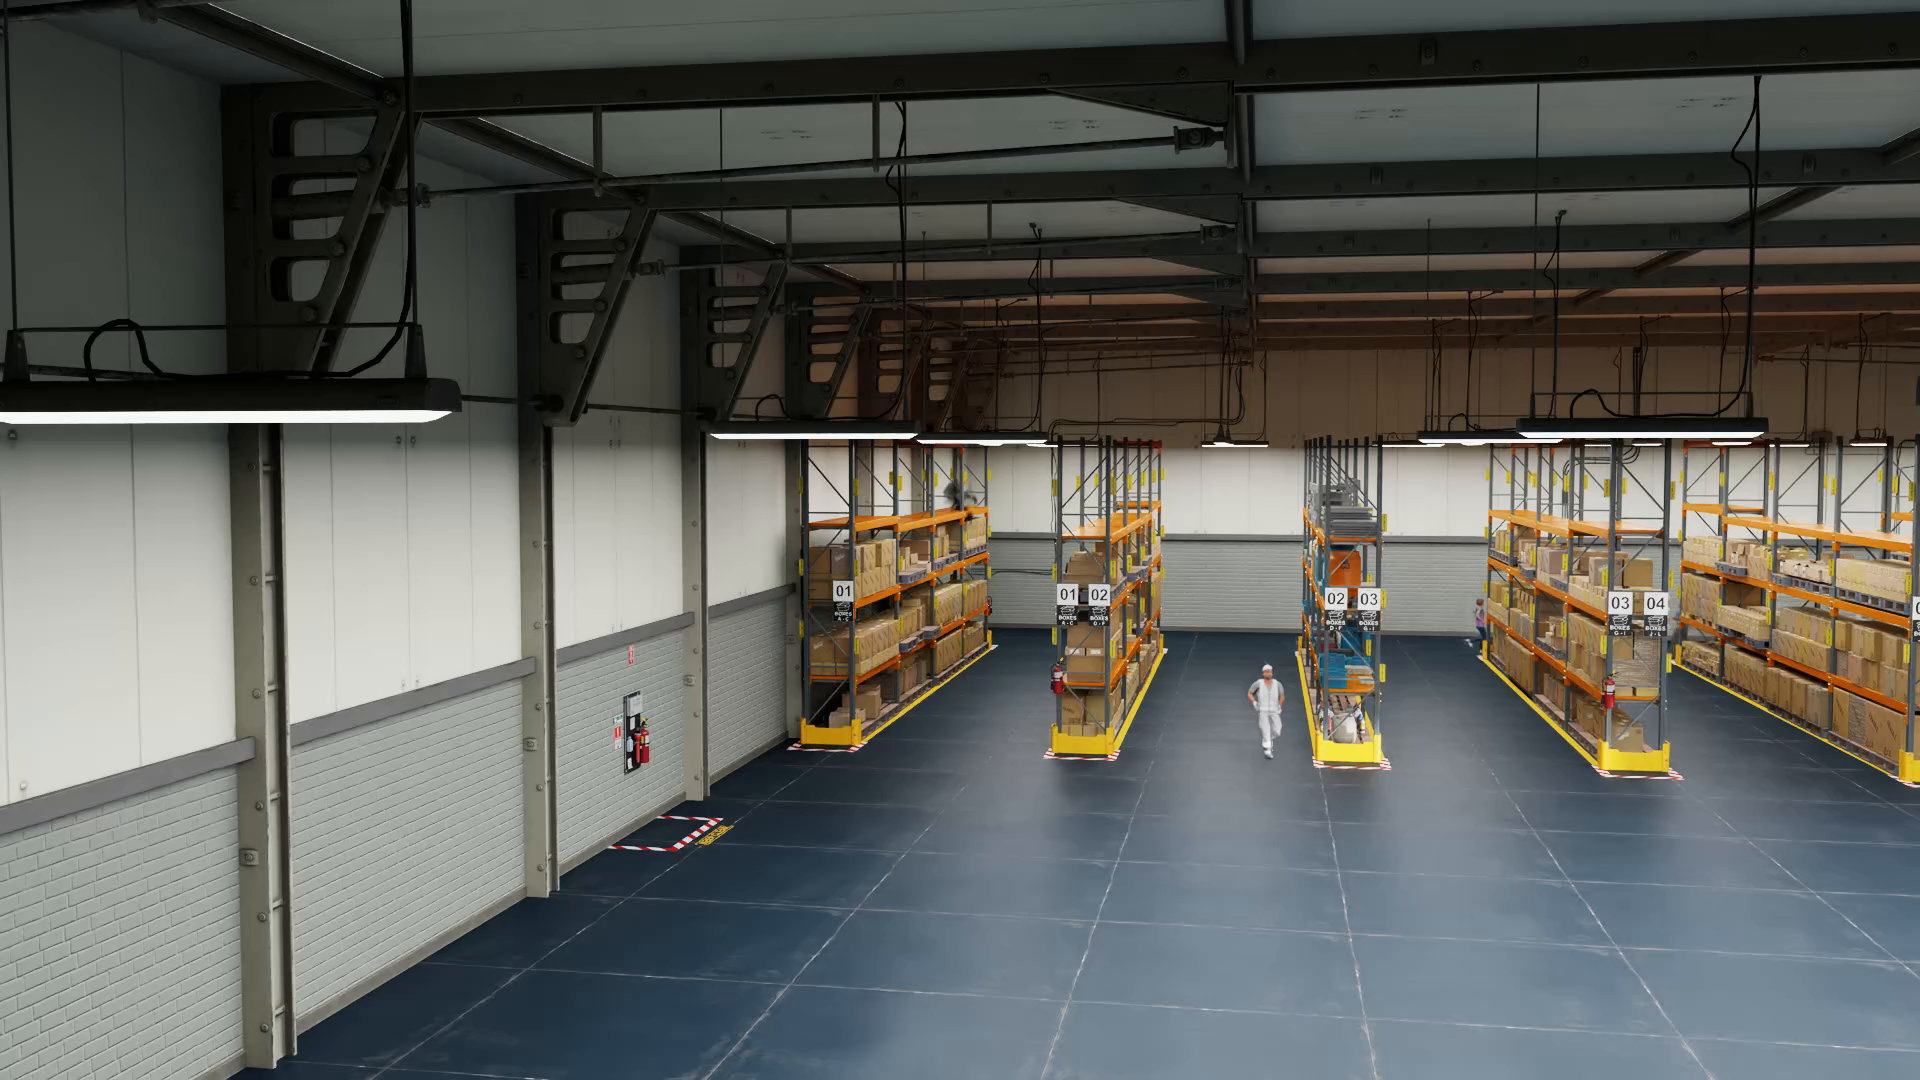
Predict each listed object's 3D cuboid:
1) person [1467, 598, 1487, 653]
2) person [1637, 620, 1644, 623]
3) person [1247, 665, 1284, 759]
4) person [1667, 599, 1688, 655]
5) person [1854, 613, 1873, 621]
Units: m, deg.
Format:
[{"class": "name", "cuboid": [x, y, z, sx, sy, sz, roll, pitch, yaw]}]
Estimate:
[{"class": "person", "cuboid": [14.616, 2.421, 46.859, 0.618, 1.560, 0.536, 1, 3, 18]}, {"class": "person", "cuboid": [17.892, 2.476, 44.142, 0.701, 1.723, 0.593, 2, 4, 31]}, {"class": "person", "cuboid": [5.704, 3.189, 30.956, 0.691, 1.749, 0.621, 0, 3, -4]}, {"class": "person", "cuboid": [19.876, 2.420, 45.827, 0.888, 1.623, 0.609, 1, 3, 24]}, {"class": "person", "cuboid": [24.431, 2.415, 45.064, 1.002, 1.761, 0.699, 1, 3, 20]}]
